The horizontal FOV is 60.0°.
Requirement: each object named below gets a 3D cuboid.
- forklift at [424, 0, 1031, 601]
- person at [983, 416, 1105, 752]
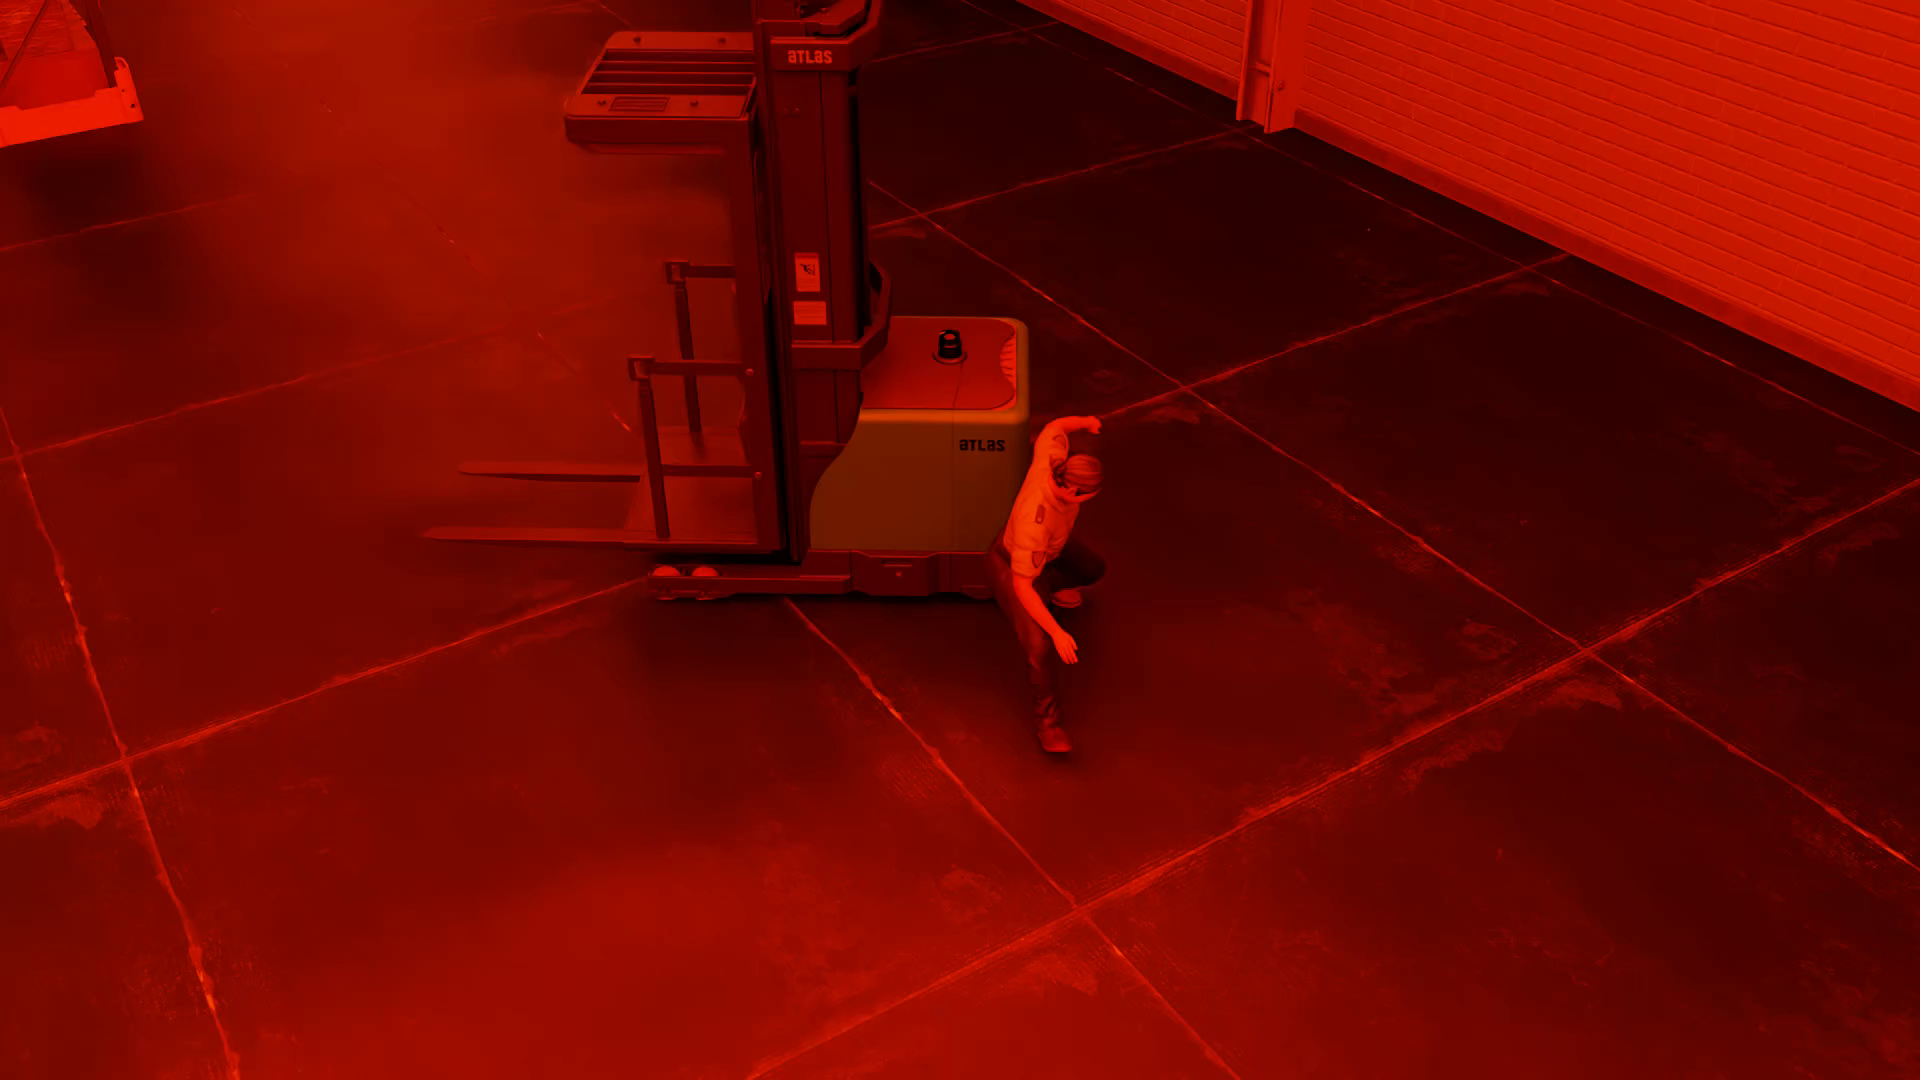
[{"bbox_3d":[-1.165,-1.201,7.857,3.031,2.935,1.130,1,35,1],"label":"forklift"},{"bbox_3d":[0.422,0.085,7.412,0.715,1.363,1.150,17,39,23],"label":"person"}]
